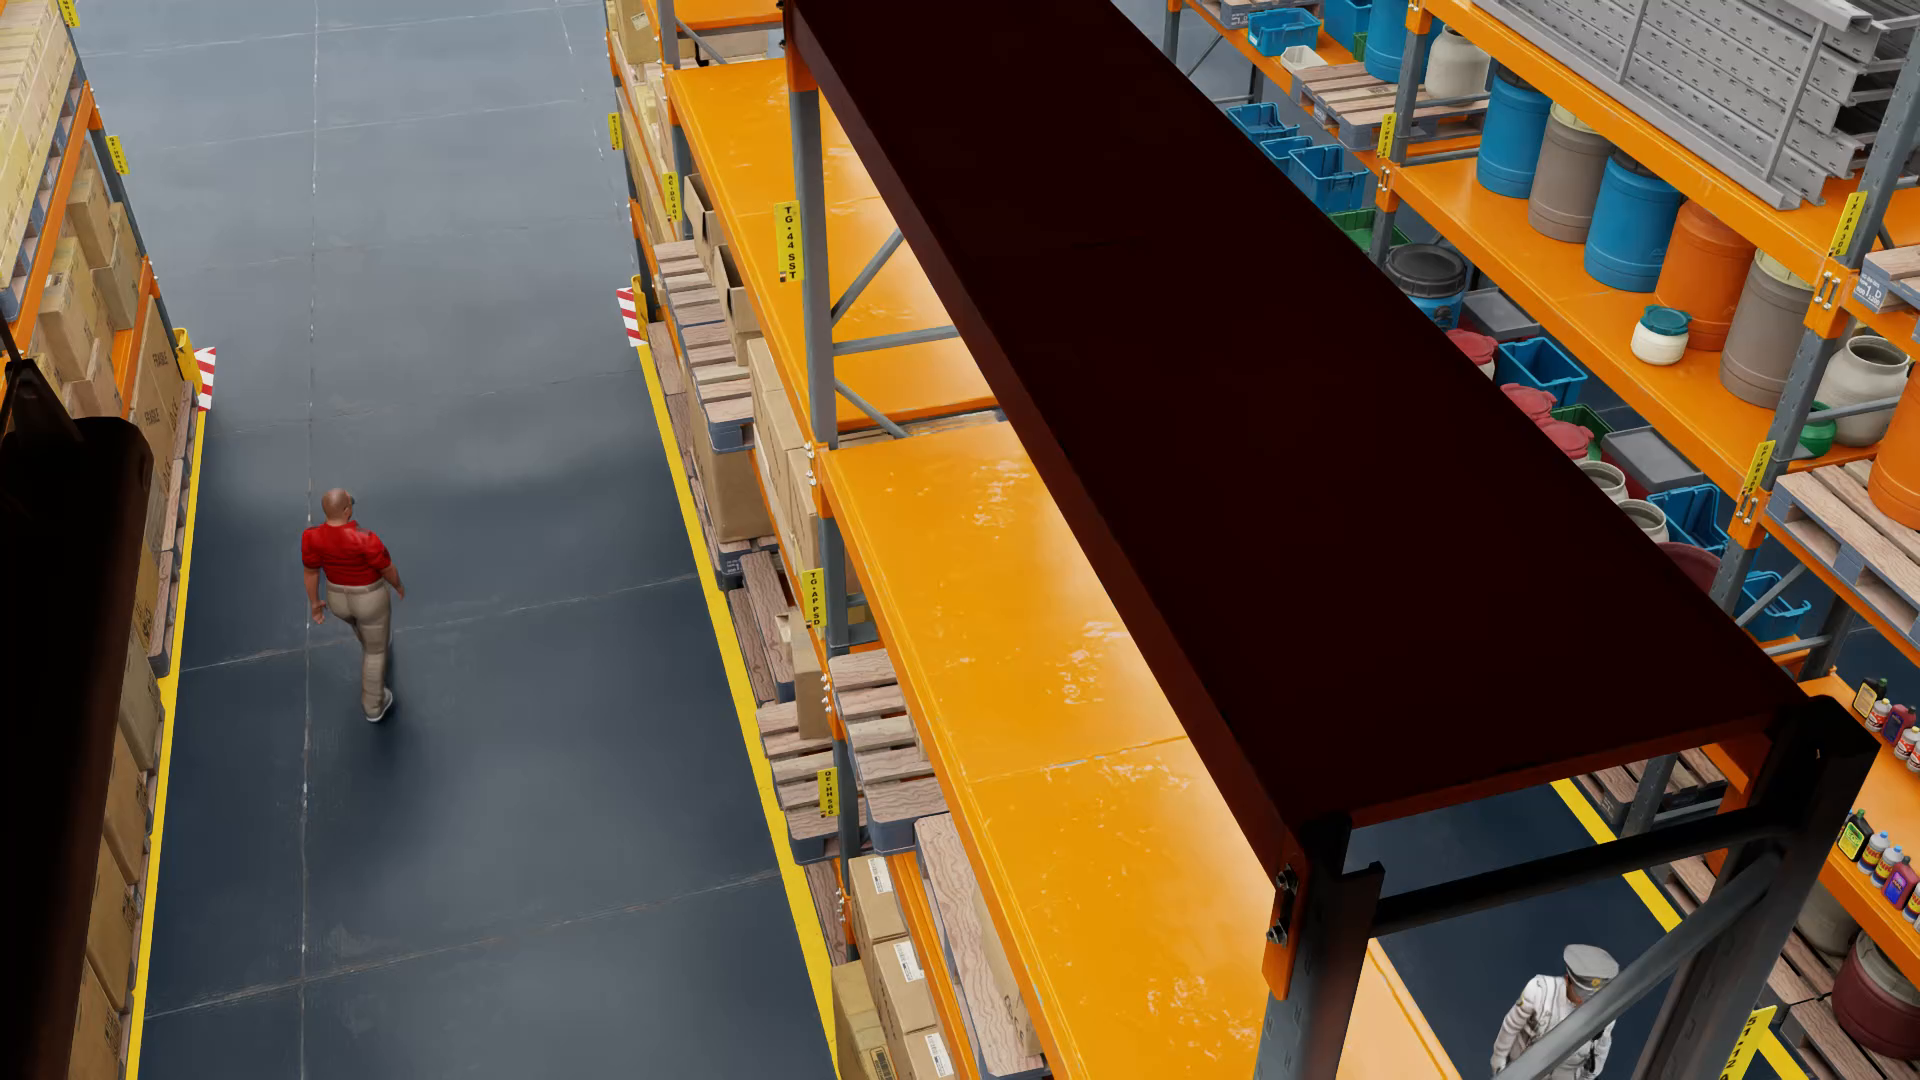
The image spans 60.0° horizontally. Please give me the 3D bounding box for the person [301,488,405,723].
[{"bbox_3d":[-3.952,0.308,11.036,0.589,1.691,0.886,7,39,8],"label":"person"}]

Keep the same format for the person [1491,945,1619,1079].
[{"bbox_3d":[2.845,2.514,8.026,0.515,1.572,0.556,9,39,11],"label":"person"}]
